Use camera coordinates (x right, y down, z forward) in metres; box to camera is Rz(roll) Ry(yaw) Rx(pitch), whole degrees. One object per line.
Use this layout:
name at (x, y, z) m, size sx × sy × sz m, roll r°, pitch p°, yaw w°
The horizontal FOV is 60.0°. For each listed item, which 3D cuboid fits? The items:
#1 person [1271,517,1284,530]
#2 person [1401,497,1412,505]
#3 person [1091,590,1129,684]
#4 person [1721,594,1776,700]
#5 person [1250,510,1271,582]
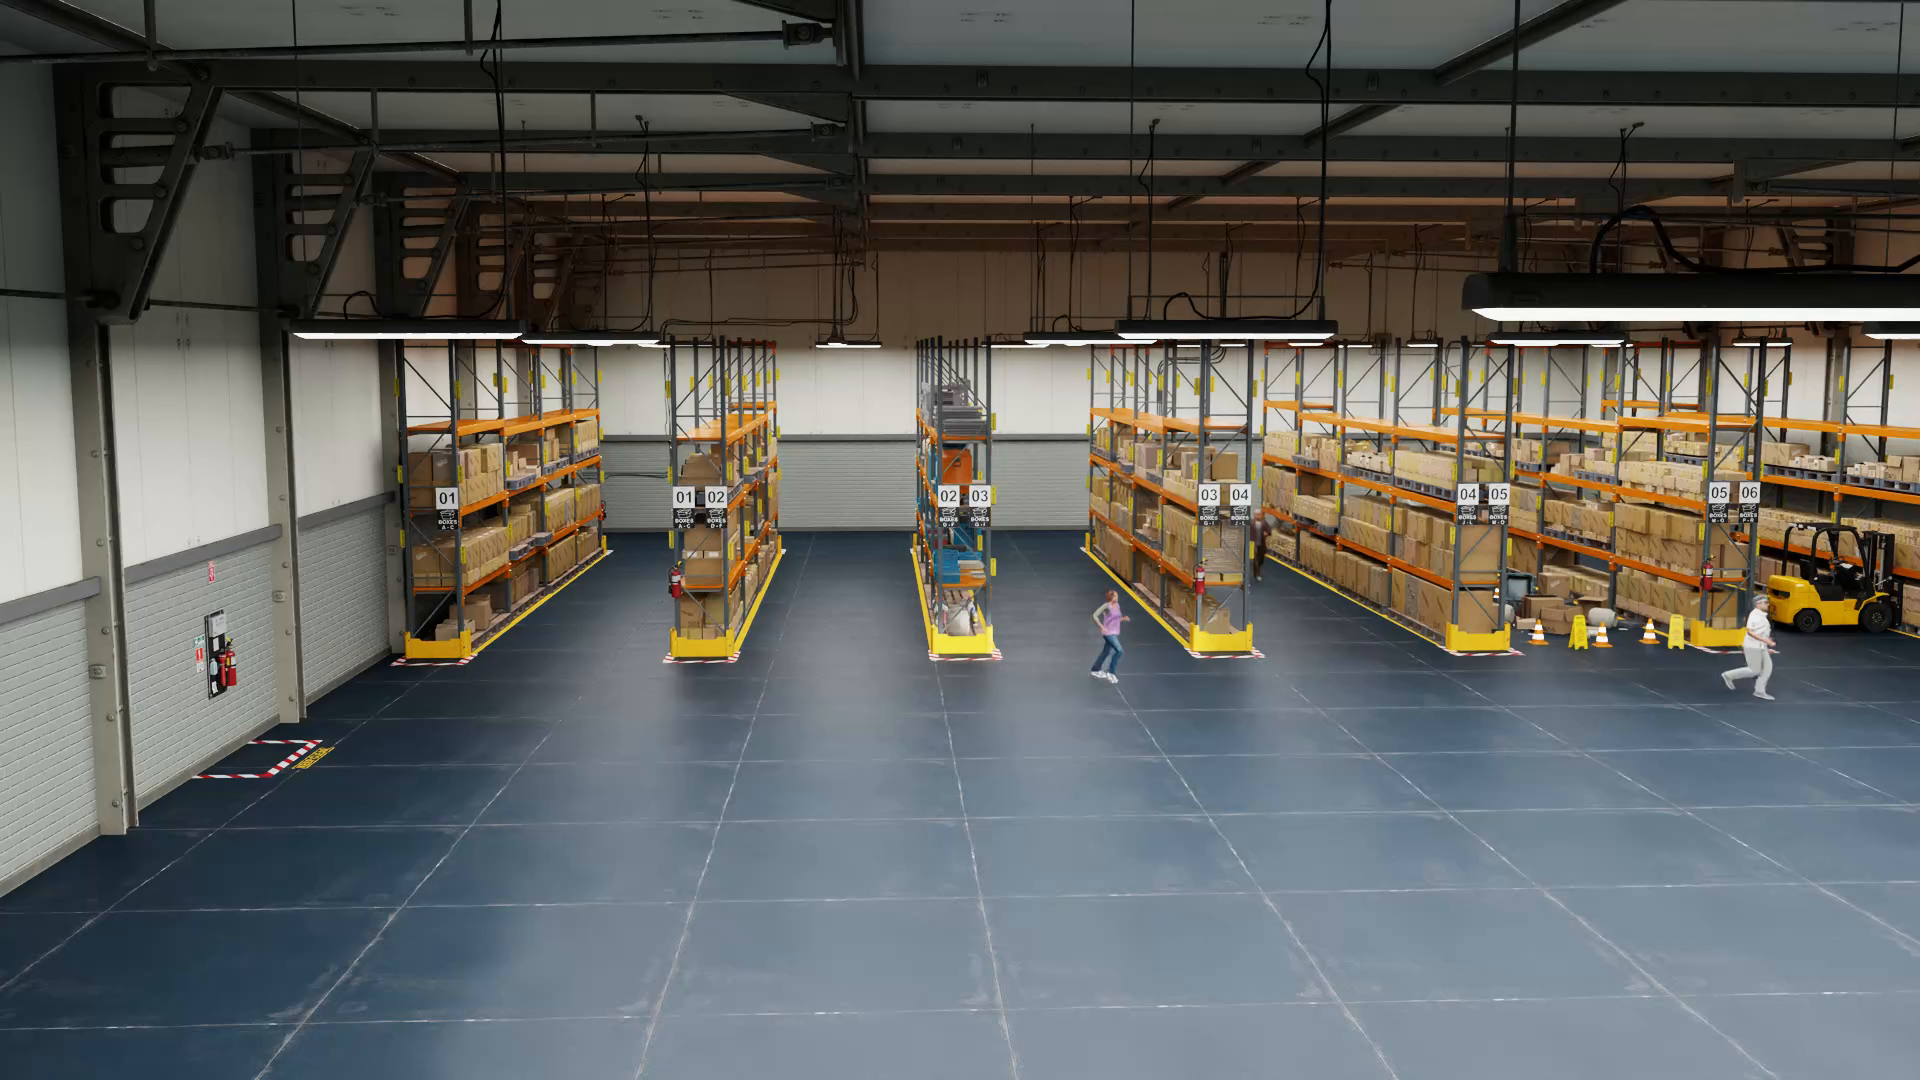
person at (9.446, -0.684, 49.282) m, size 0.570 × 1.682 × 0.788 m, roll 4°, pitch 8°, yaw 32°
person at (13.274, -0.672, 49.459) m, size 0.787 × 1.587 × 0.554 m, roll 0°, pitch 6°, yaw -3°
person at (2.613, 1.670, 28.861) m, size 0.701 × 1.641 × 0.506 m, roll 4°, pitch 7°, yaw 30°
person at (13.095, 1.746, 27.517) m, size 0.822 × 1.756 × 0.653 m, roll 5°, pitch 8°, yaw 35°
person at (7.408, 0.122, 41.483) m, size 0.714 × 1.754 × 1.020 m, roll -1°, pitch 7°, yaw -7°
